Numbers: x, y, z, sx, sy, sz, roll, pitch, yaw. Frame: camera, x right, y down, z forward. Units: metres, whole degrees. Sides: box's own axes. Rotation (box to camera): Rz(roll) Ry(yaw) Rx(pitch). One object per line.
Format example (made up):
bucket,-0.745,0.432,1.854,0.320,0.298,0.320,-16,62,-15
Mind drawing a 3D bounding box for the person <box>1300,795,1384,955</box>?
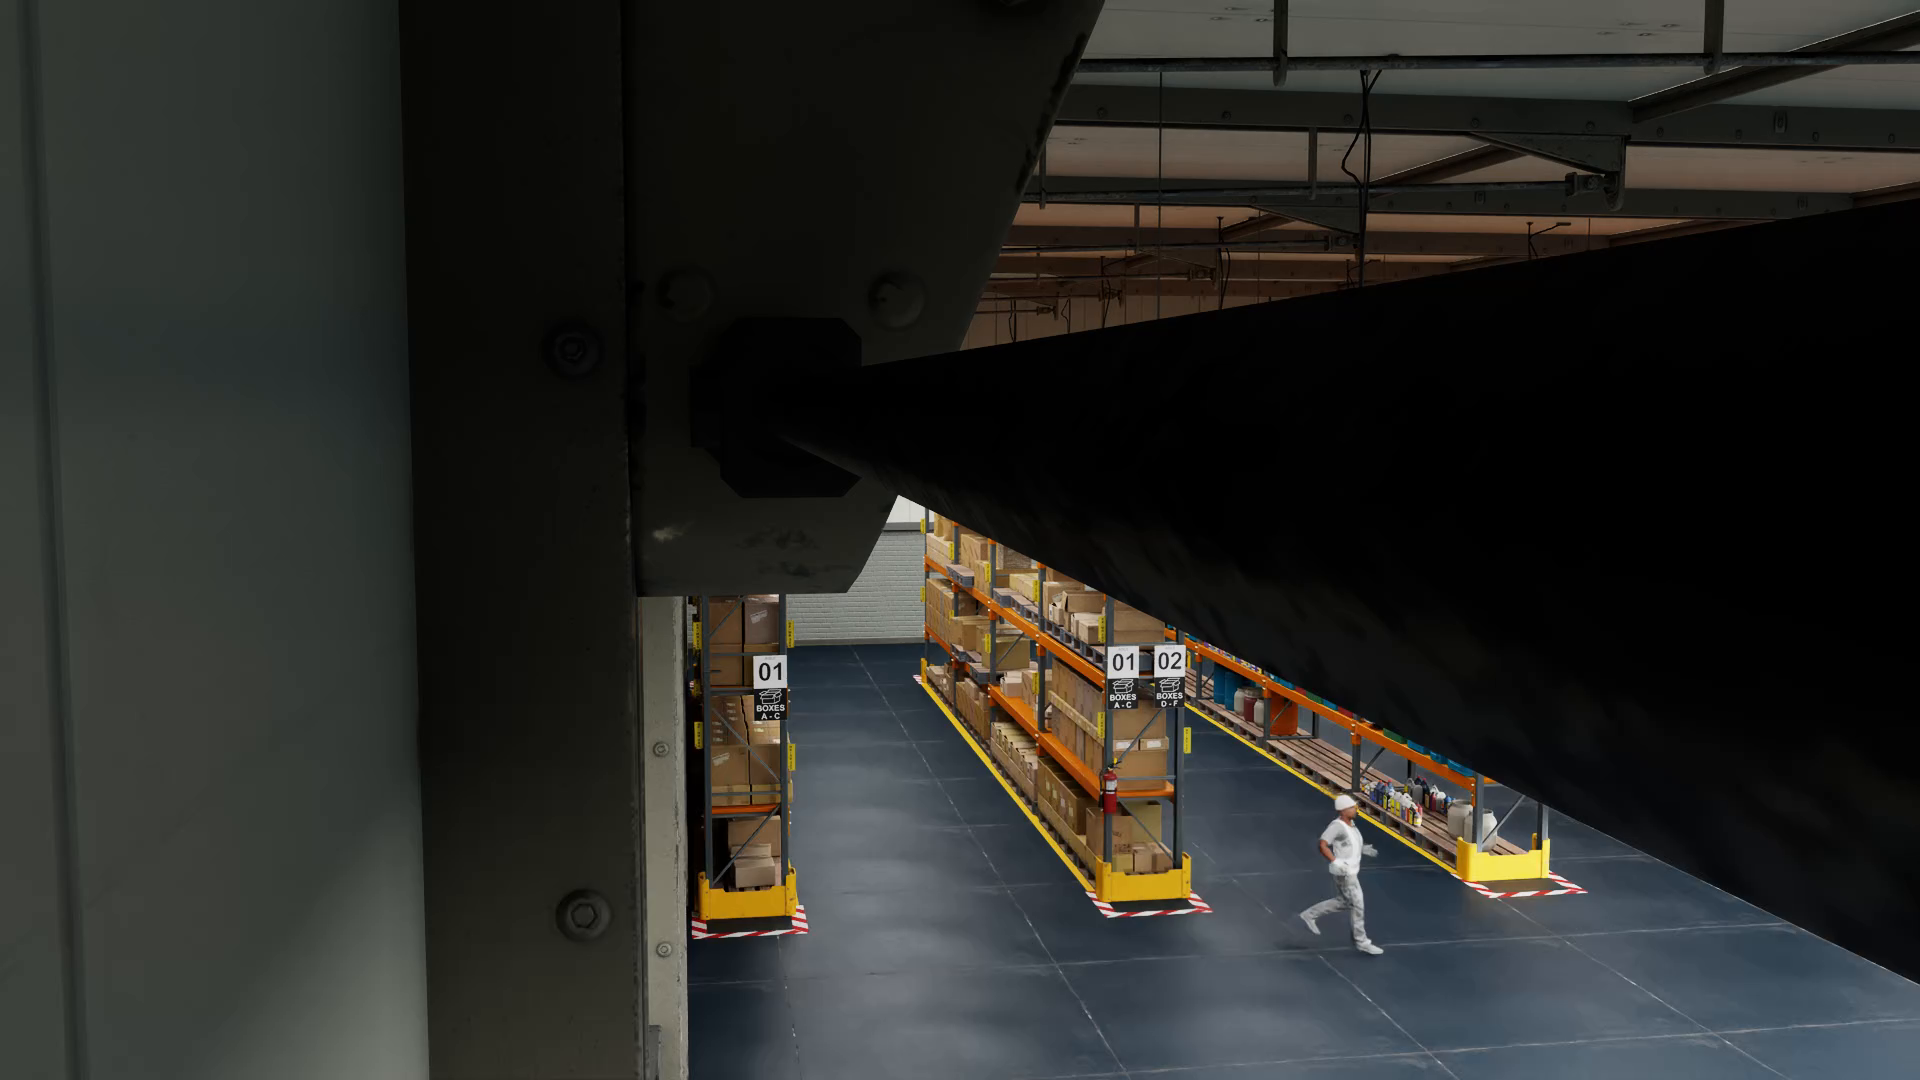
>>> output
person,4.349,3.780,18.918,0.962,1.787,0.683,2,5,21
